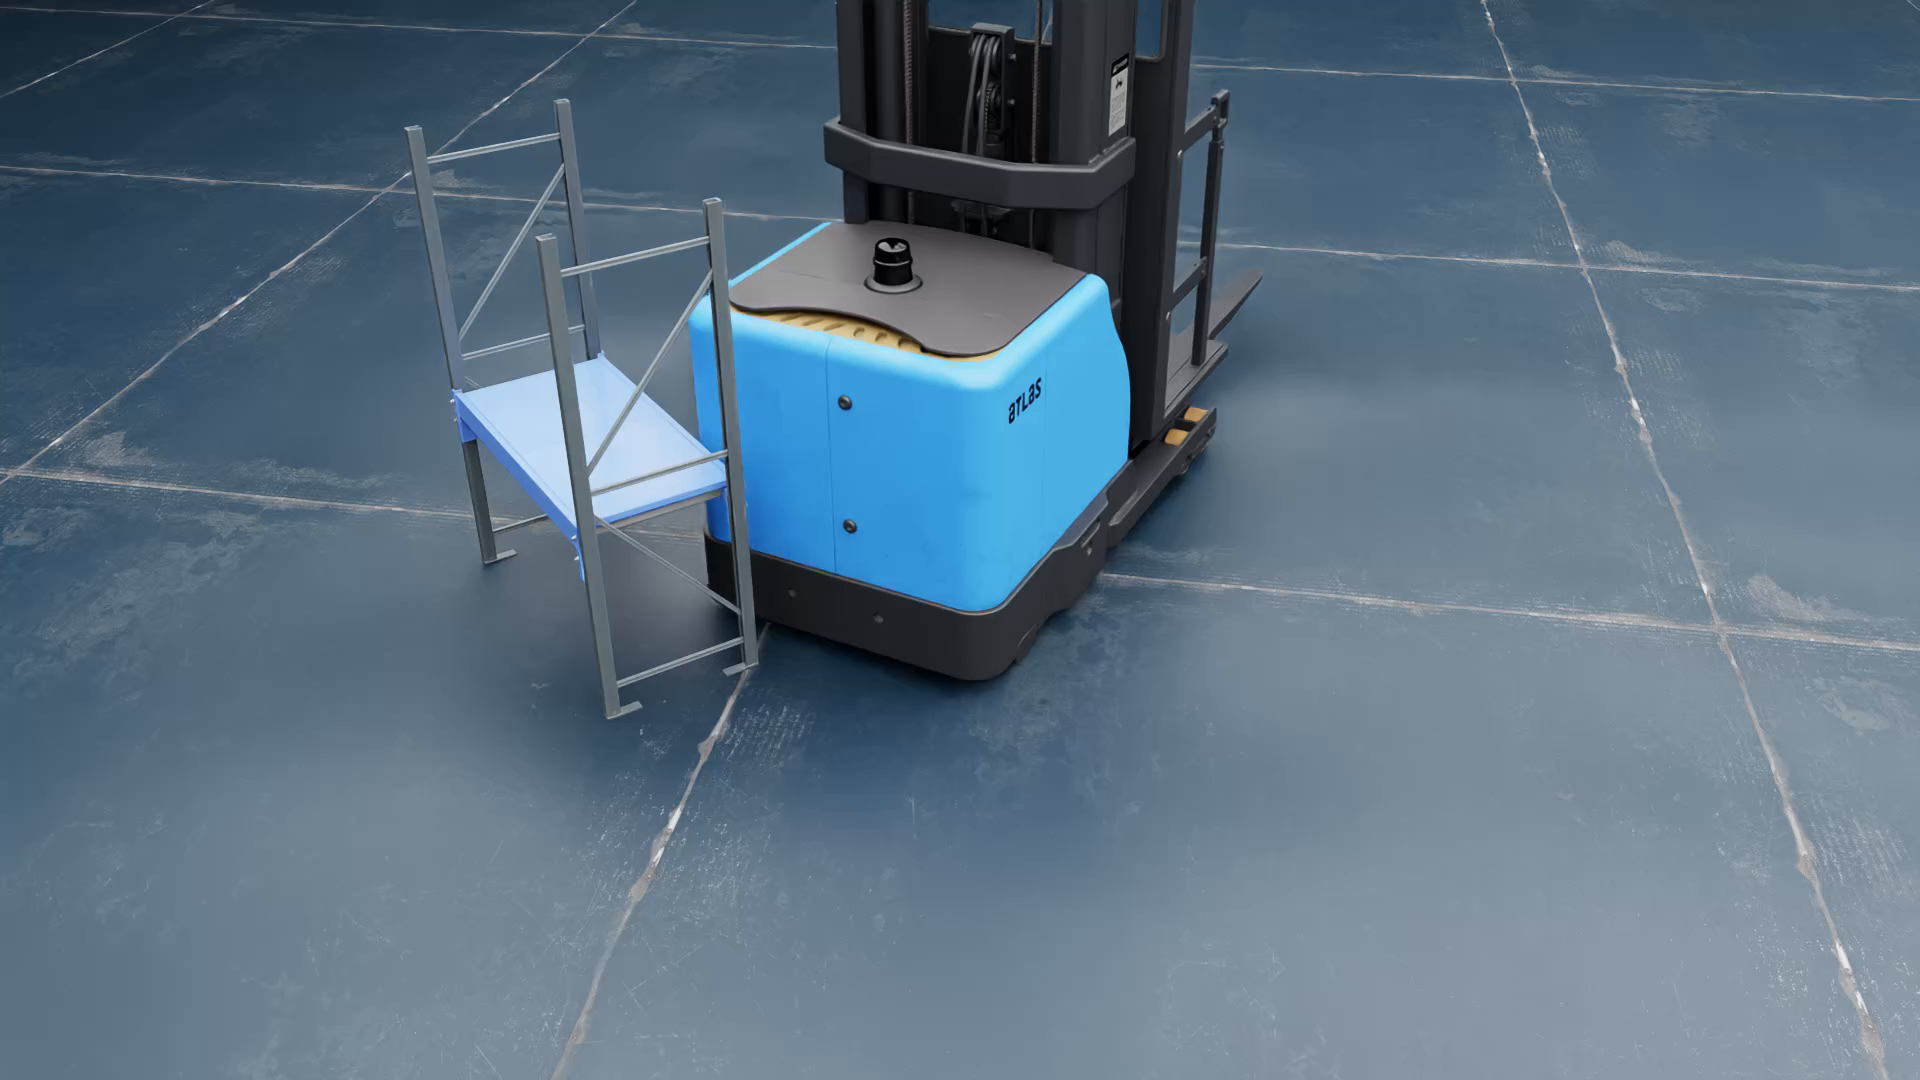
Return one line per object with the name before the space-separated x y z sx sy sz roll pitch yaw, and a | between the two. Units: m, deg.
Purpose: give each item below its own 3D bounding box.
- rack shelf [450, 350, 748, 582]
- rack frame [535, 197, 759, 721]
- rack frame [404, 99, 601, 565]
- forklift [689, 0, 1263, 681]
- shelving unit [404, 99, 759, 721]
rack shelf | -1.120 -0.254 5.082 0.538 0.185 1.000 -20 37 -28
rack frame | -0.837 -0.183 4.628 0.500 1.500 0.032 -20 37 -28
rack frame | -1.402 -0.631 5.345 0.500 1.500 0.032 -20 37 -28
forklift | 0.316 -1.584 5.518 1.130 2.935 3.031 15 35 23
shelving unit | -1.120 -0.407 4.986 0.538 1.500 1.048 -20 37 -28
